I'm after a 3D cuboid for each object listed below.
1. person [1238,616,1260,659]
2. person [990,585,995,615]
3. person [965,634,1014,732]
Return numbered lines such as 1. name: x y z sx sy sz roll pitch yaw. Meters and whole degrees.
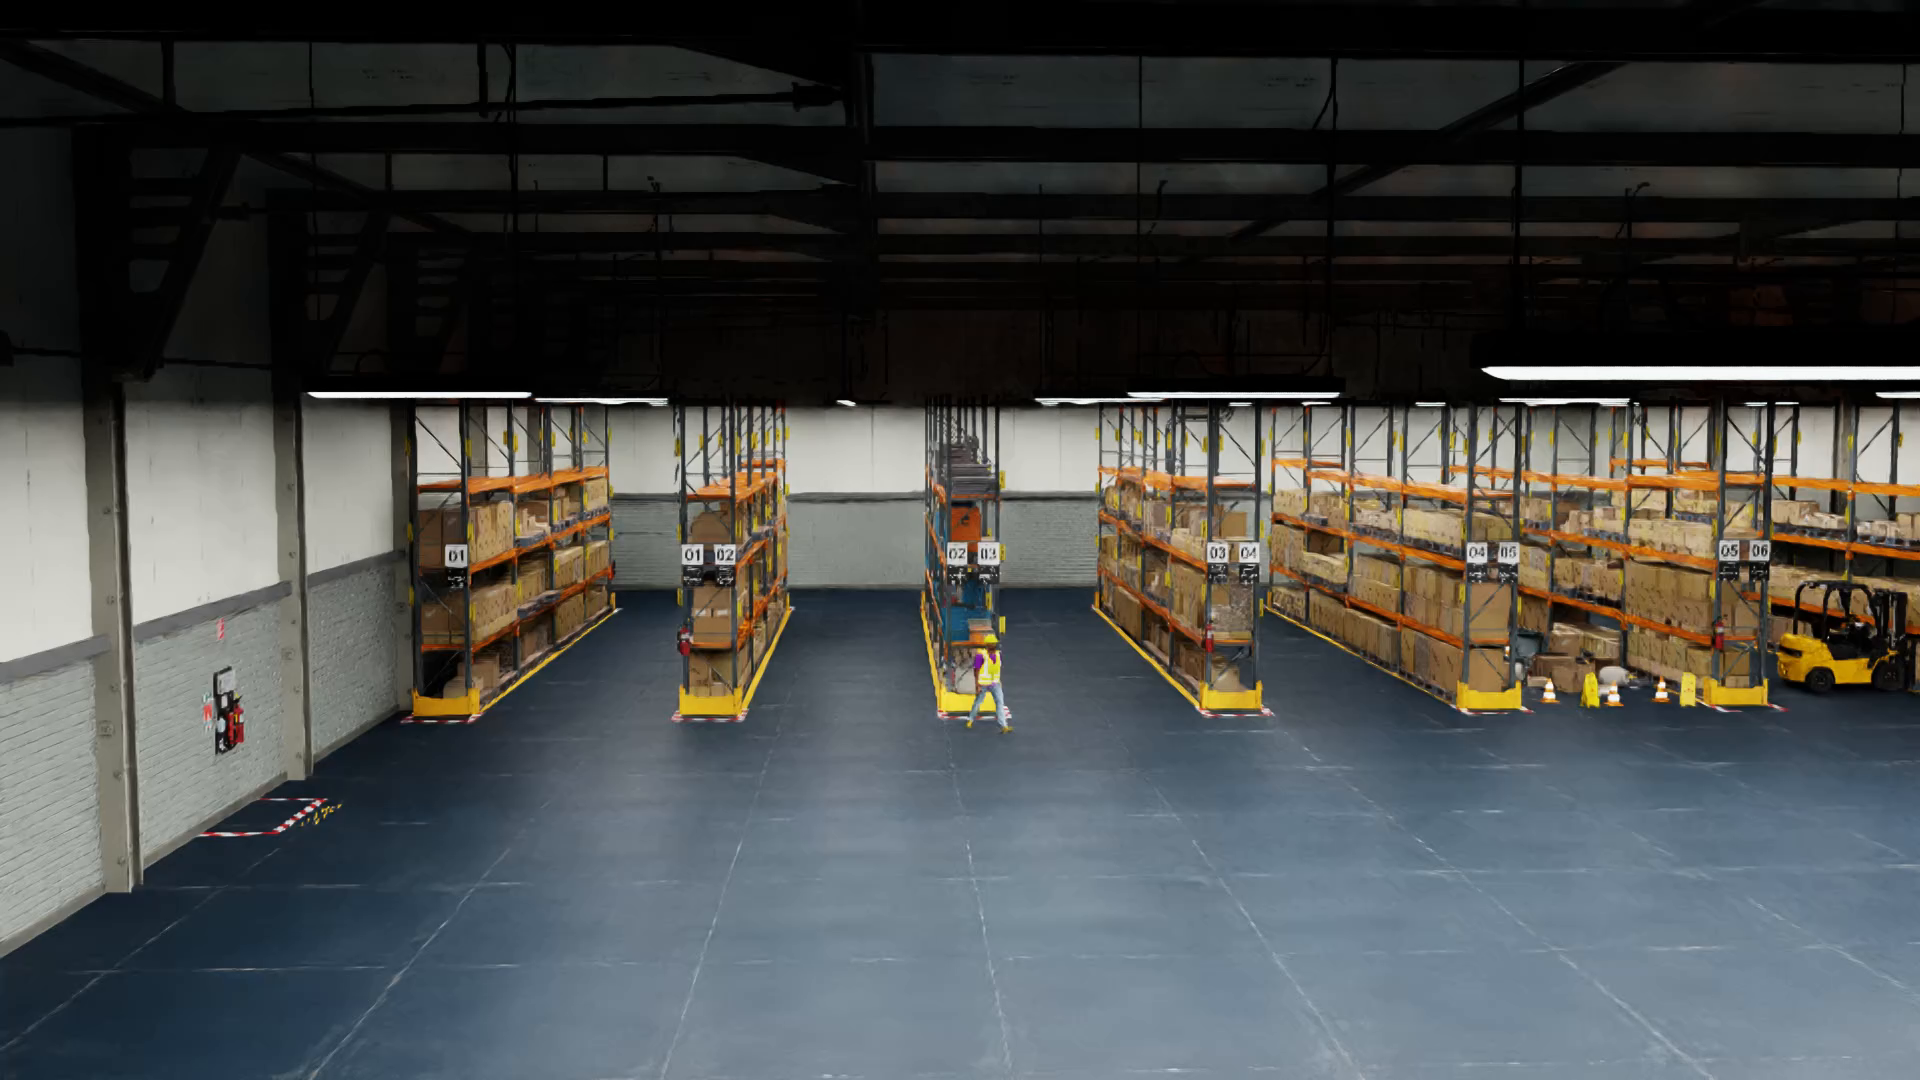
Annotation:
1. person: 6.579 1.941 38.054 0.542 1.563 0.613 -1 5 -11
2. person: 0.718 1.262 46.196 0.455 1.588 1.089 0 5 -5
3. person: 0.494 2.531 29.470 0.591 1.740 0.940 -3 5 -29
